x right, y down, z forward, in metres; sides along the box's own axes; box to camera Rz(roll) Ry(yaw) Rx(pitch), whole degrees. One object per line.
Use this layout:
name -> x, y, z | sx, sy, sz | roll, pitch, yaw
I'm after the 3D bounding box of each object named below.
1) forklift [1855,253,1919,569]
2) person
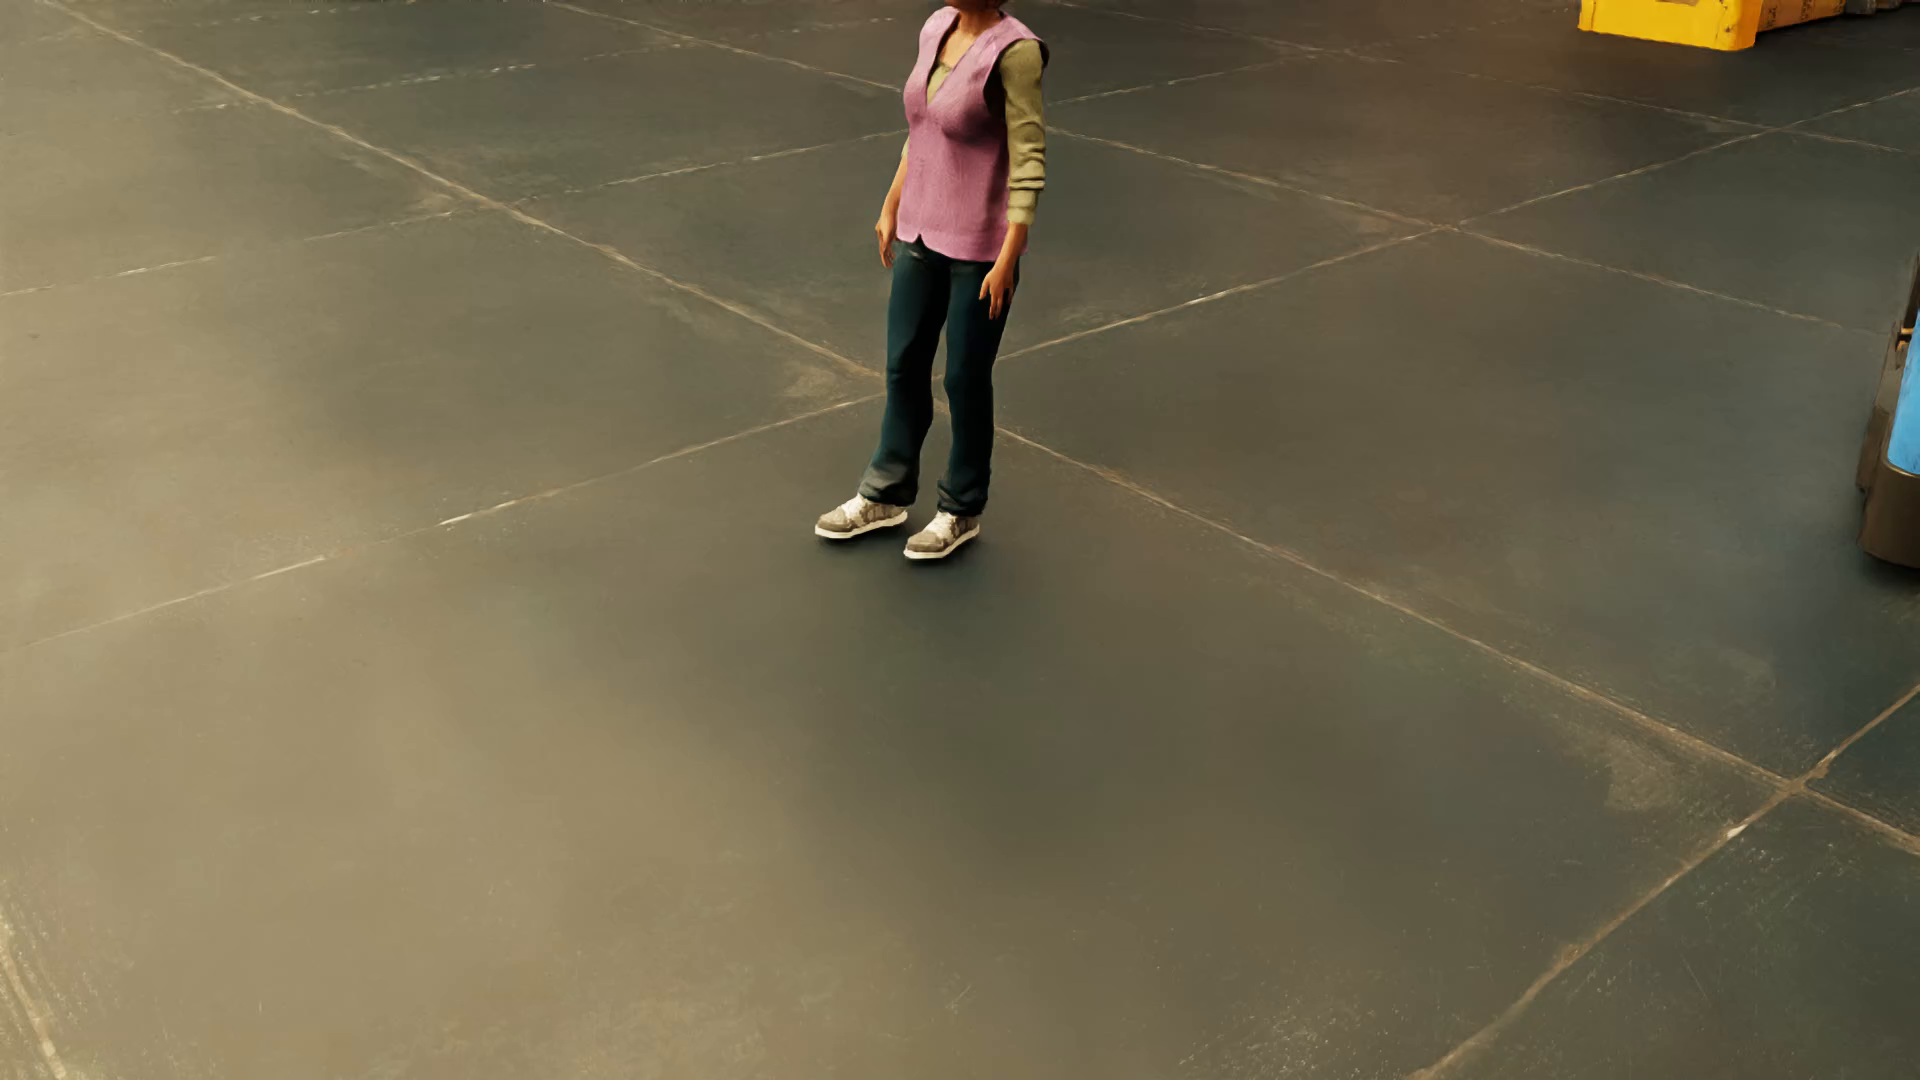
forklift -> 3.505, -1.673, 4.576 | 1.130, 2.935, 3.031 | 14, 30, 27
person -> -0.066, -0.705, 4.110 | 0.474, 1.597, 0.520 | -20, 33, -35
